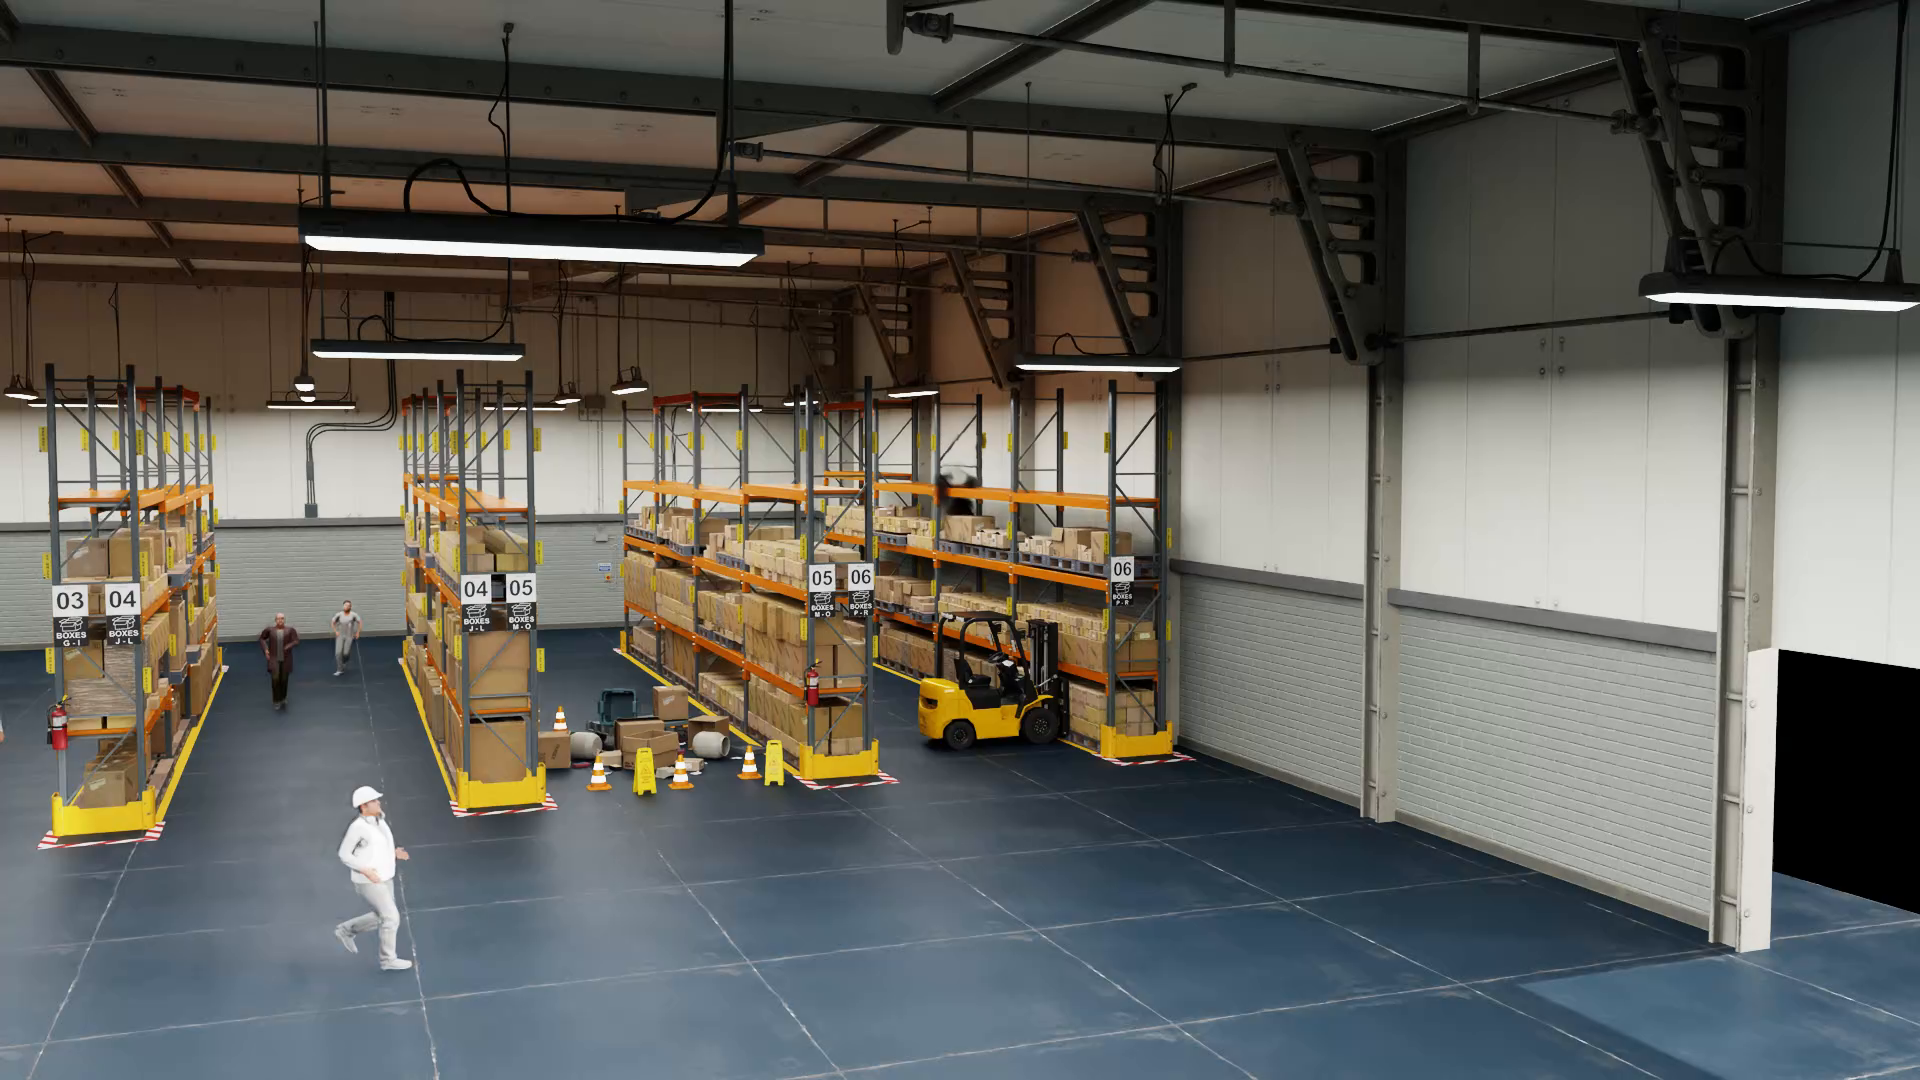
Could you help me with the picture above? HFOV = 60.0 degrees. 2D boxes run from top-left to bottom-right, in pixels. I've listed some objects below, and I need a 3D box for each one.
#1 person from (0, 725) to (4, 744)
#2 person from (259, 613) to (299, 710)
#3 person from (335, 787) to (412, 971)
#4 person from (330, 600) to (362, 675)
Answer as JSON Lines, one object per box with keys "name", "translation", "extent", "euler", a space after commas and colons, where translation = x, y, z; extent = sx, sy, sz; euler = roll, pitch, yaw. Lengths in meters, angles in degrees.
{"name": "person", "translation": [-12.891, 2.861, 21.771], "extent": [0.664, 1.728, 0.624], "euler": [-2, 4, -31]}
{"name": "person", "translation": [-12.820, 2.302, 31.353], "extent": [0.692, 1.847, 0.728], "euler": [-2, 4, -26]}
{"name": "person", "translation": [-5.605, 3.210, 15.800], "extent": [0.803, 1.739, 0.668], "euler": [0, 3, 5]}
{"name": "person", "translation": [-13.270, 2.100, 35.965], "extent": [0.645, 1.615, 0.555], "euler": [-1, 3, -13]}
